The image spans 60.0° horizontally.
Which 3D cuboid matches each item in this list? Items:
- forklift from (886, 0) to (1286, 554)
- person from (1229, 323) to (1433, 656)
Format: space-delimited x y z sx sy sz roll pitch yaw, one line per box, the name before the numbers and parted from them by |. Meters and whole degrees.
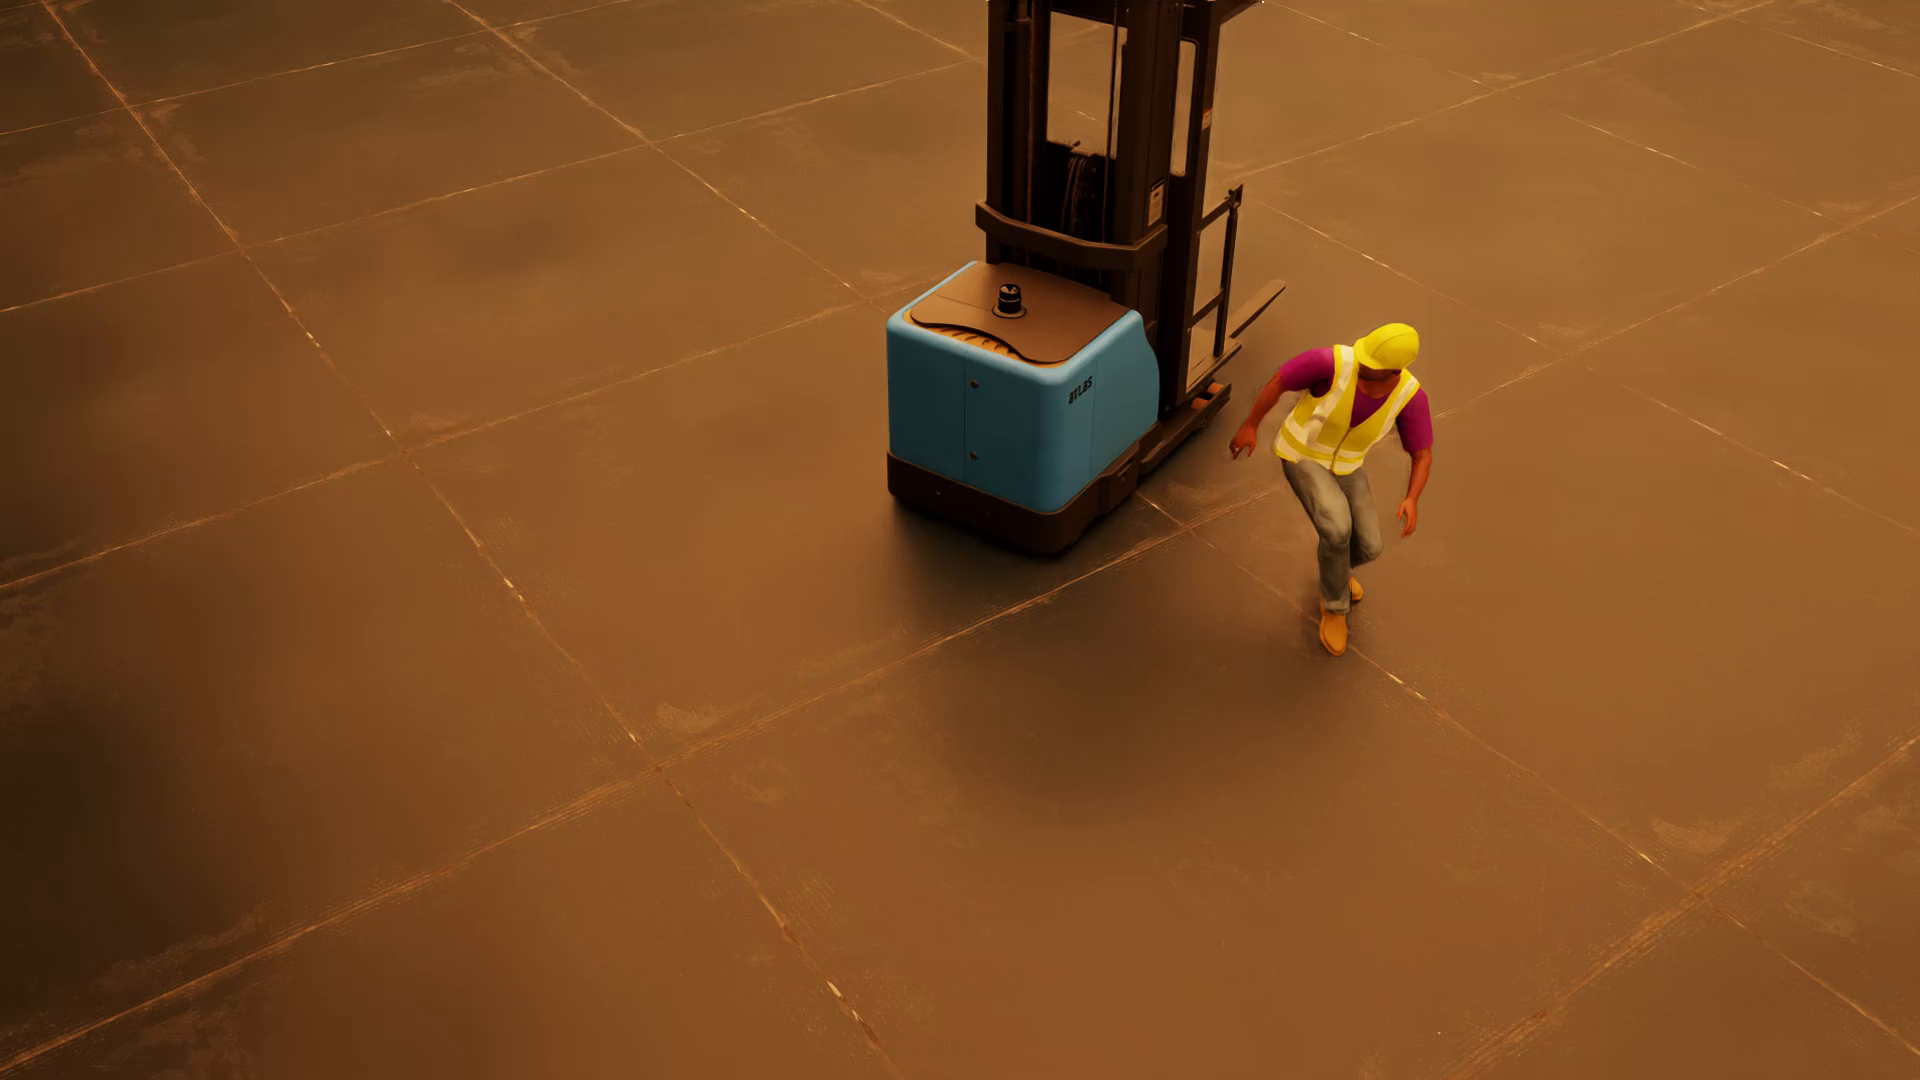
forklift | 0.869 -1.947 8.578 1.130 2.935 3.031 22 42 27
person | 1.711 -0.290 7.517 0.807 1.556 0.797 -7 37 -9
